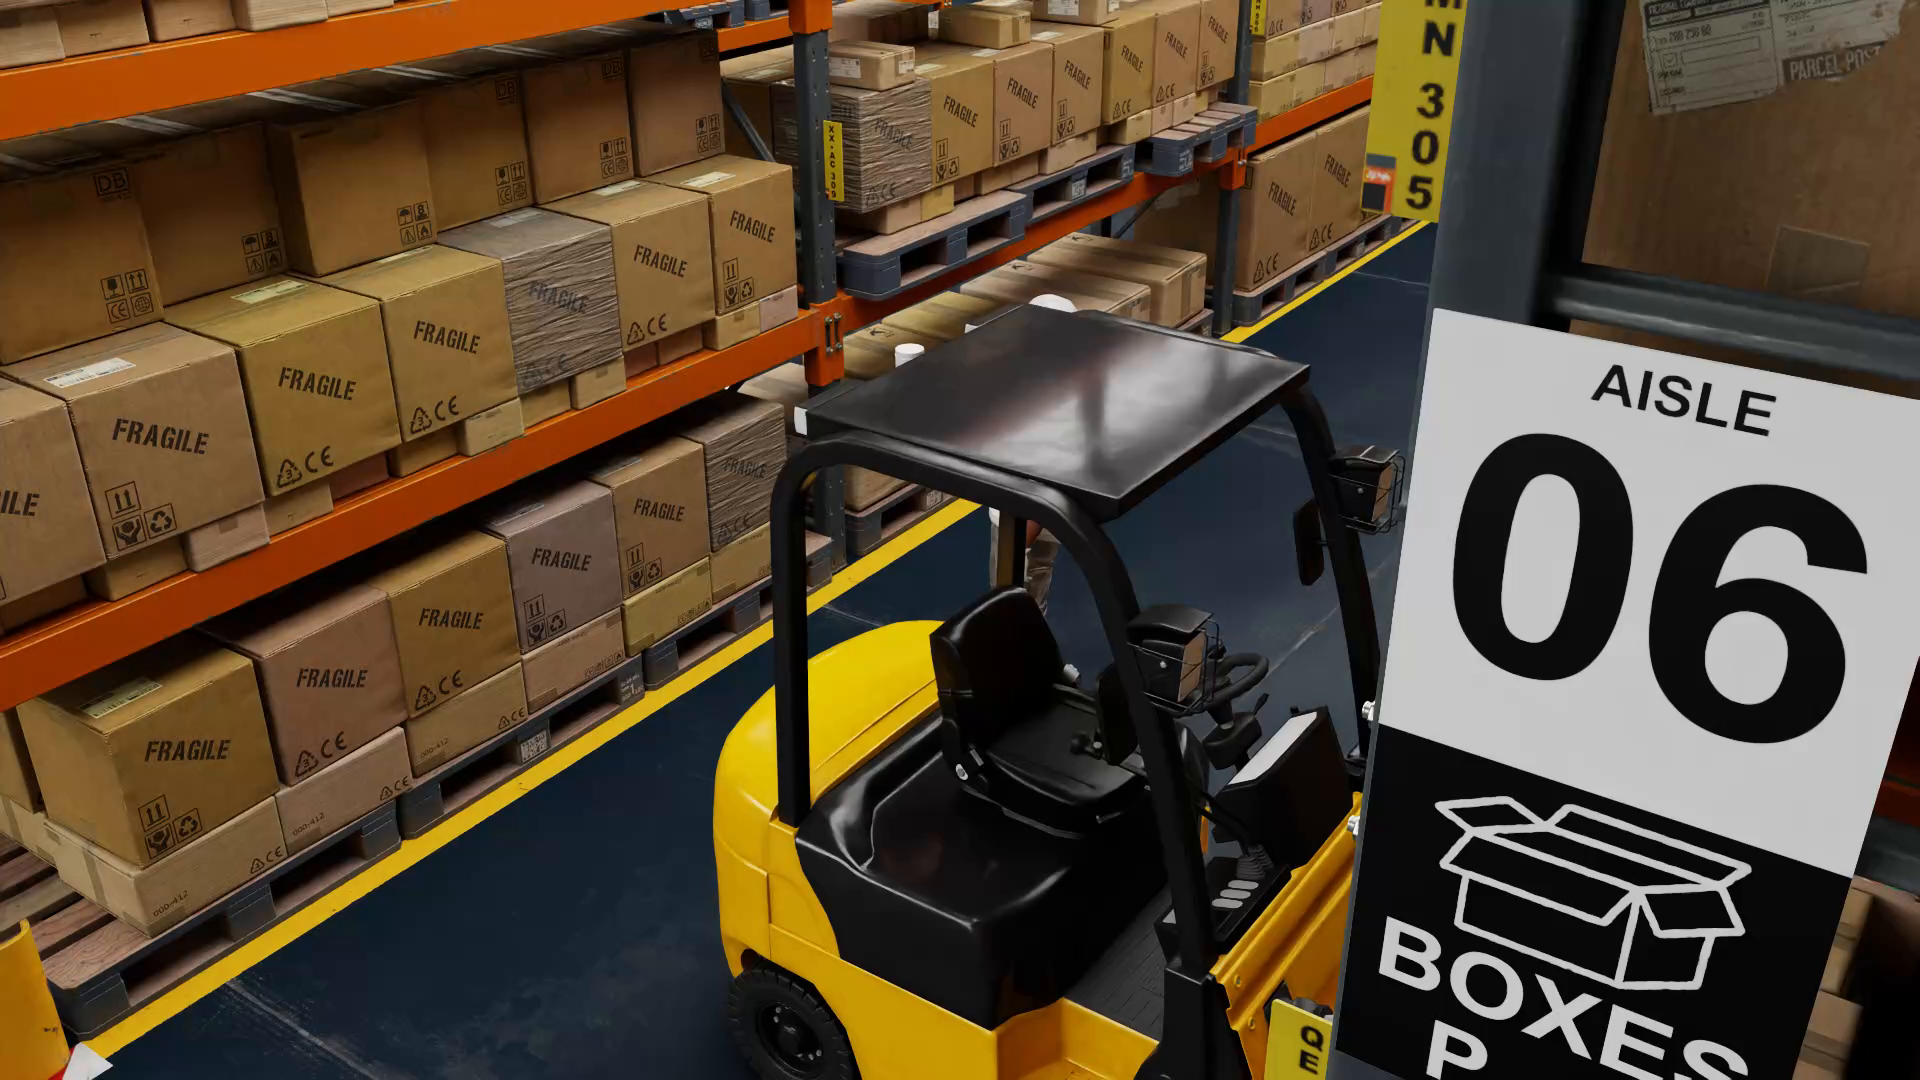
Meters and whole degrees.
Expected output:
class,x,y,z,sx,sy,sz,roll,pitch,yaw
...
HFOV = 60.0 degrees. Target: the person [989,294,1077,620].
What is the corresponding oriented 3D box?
class,x,y,z,sx,sy,sz,roll,pitch,yaw
person,0.182,-0.078,6.236,0.576,1.778,0.656,1,27,3
